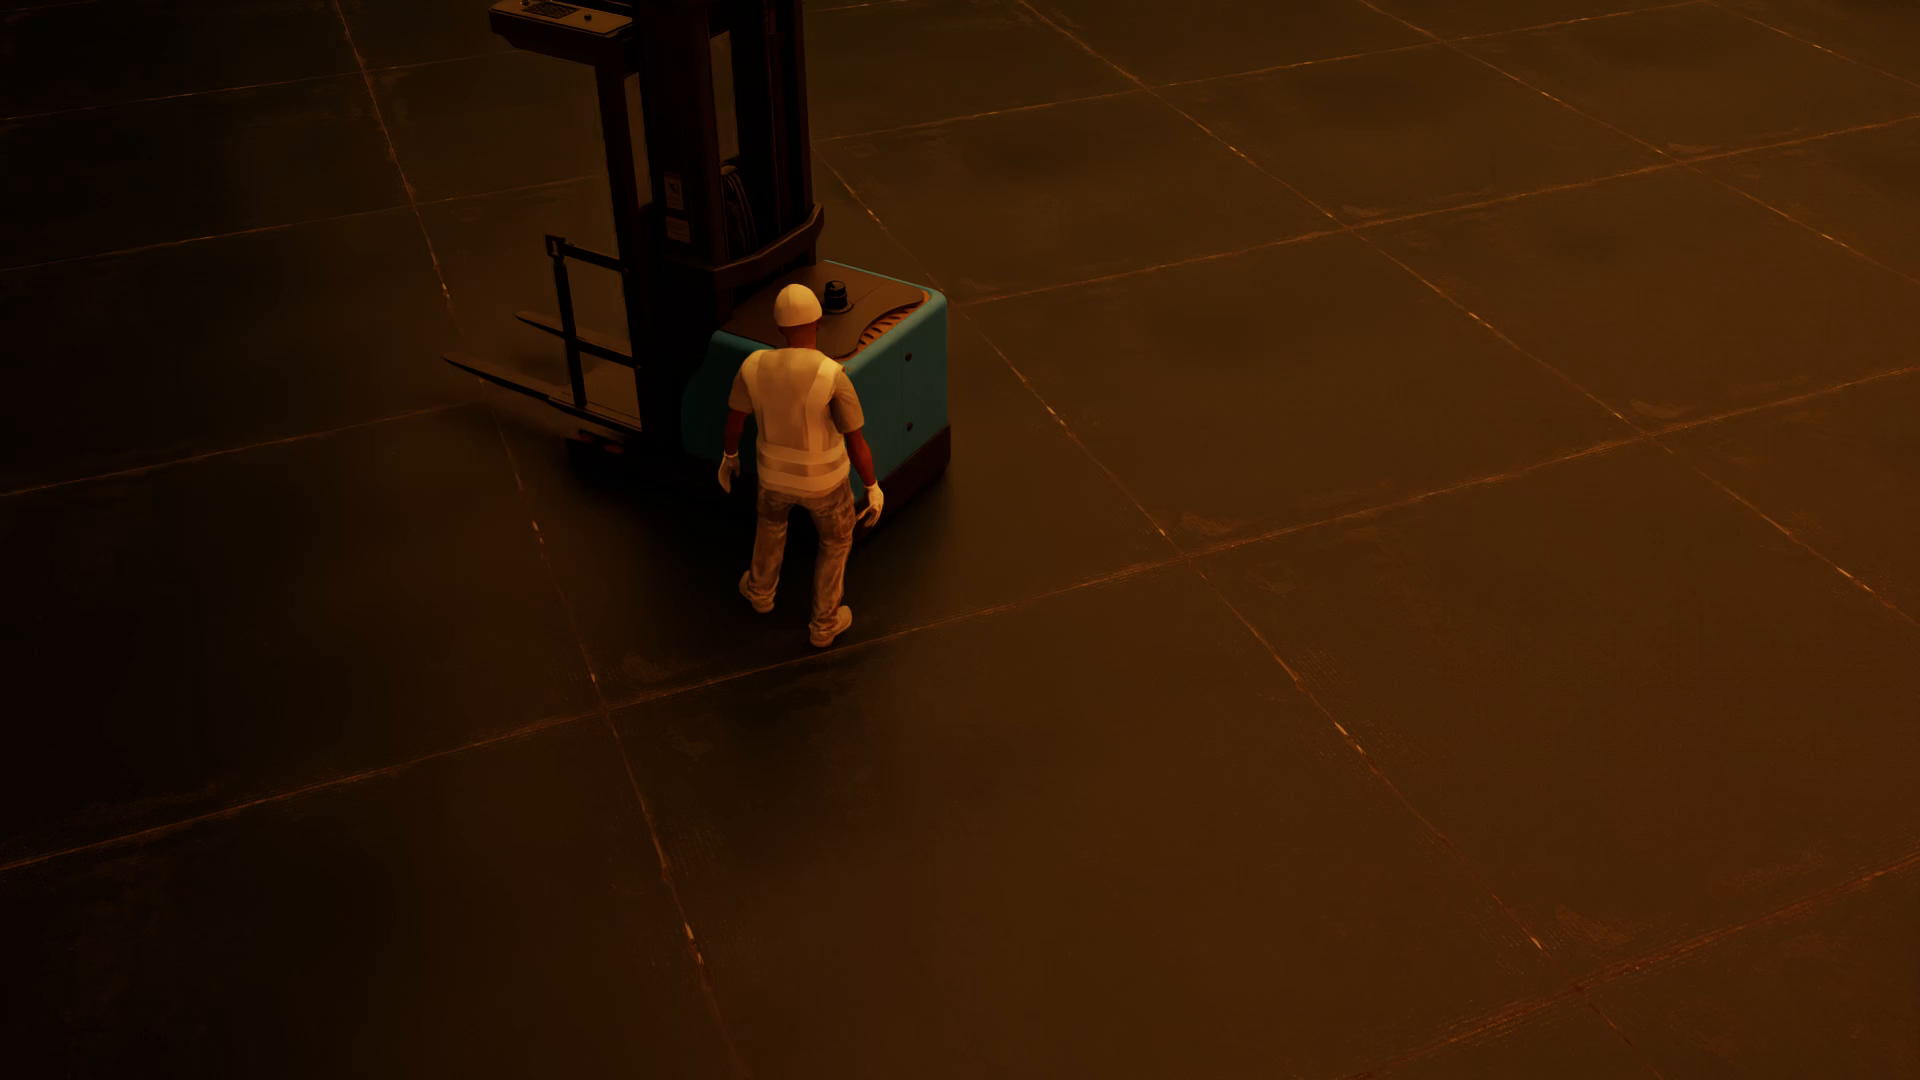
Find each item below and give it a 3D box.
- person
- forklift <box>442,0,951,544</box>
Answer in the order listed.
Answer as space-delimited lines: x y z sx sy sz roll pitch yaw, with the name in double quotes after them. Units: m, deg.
-0.717 -0.339 7.604 0.882 1.746 0.440 13 37 17 "person"
-1.578 -1.802 8.632 3.031 2.935 1.130 19 40 25 "forklift"
